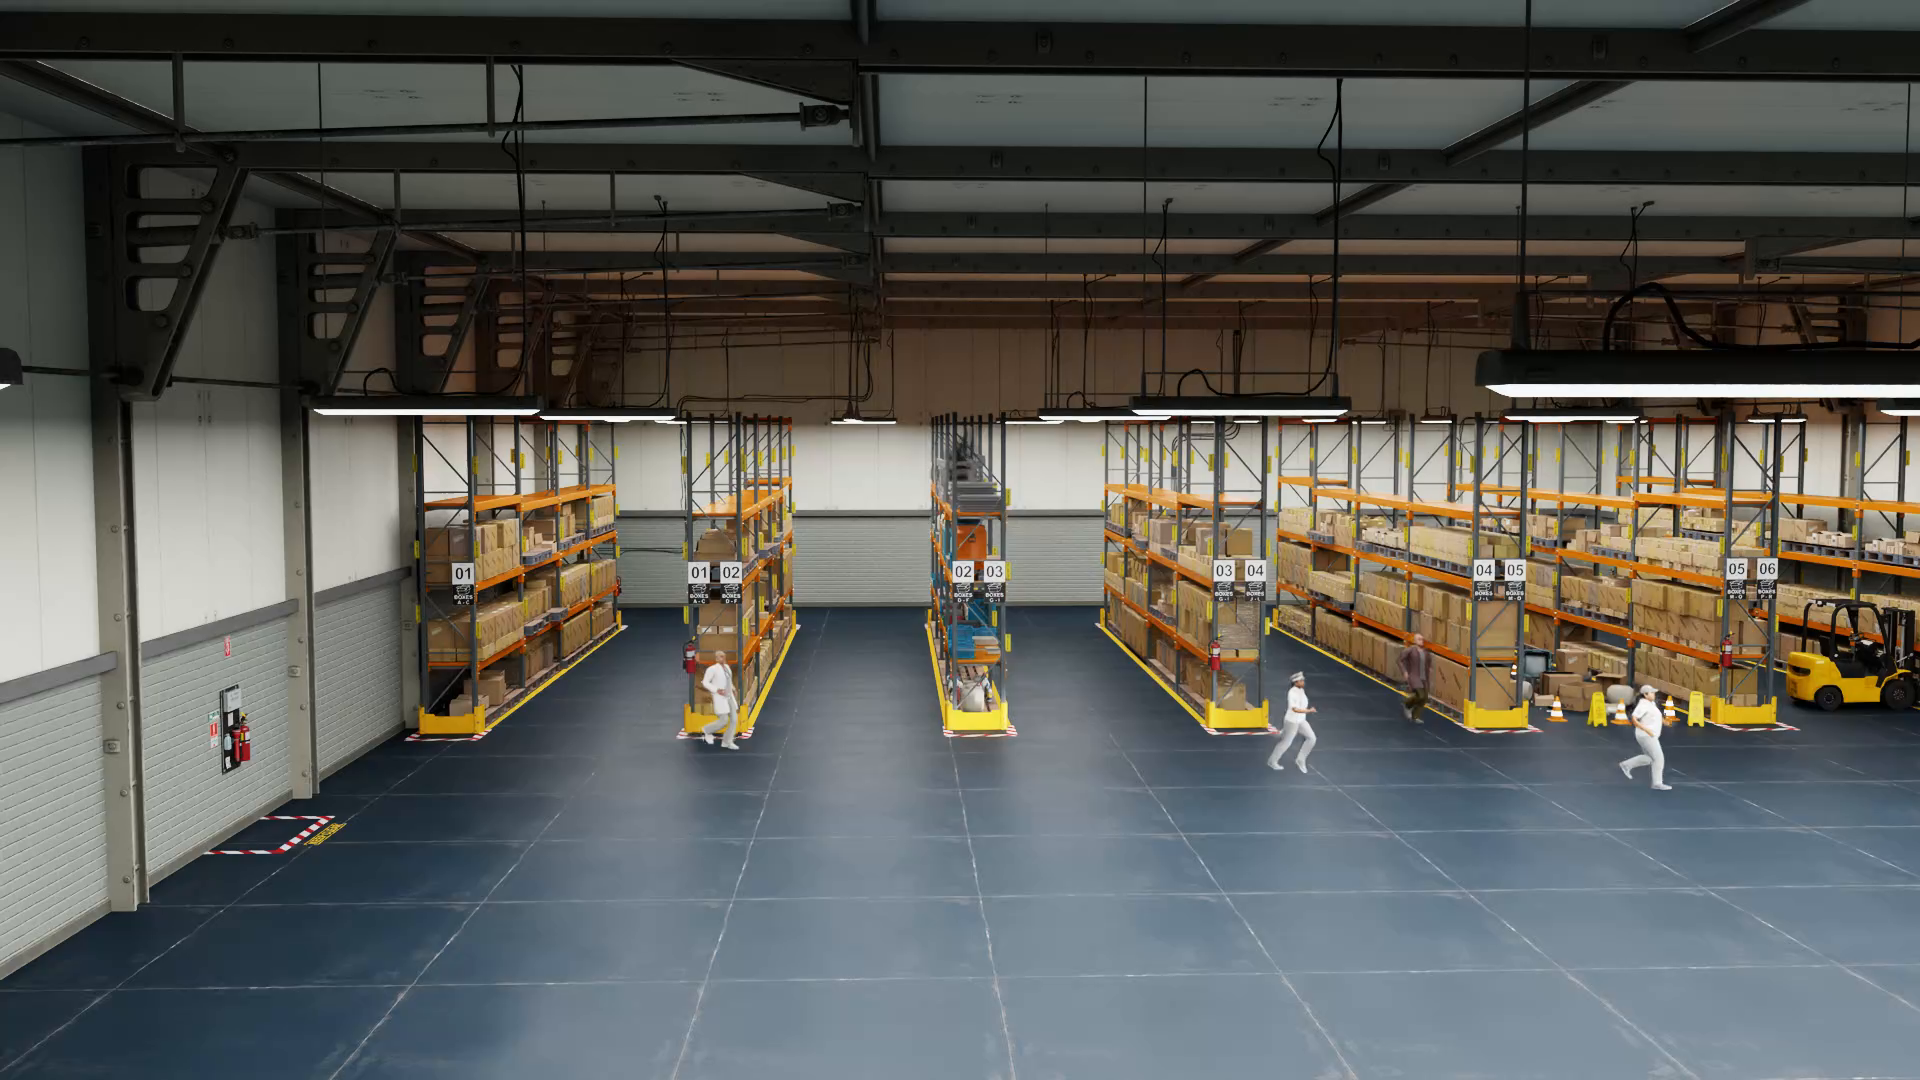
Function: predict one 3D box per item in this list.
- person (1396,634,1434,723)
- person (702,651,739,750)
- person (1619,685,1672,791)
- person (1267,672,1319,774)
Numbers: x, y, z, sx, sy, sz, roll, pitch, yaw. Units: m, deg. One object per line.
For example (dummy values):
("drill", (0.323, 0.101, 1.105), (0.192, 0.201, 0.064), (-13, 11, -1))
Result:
("person", (8.838, 2.678, 32.015), (0.704, 1.730, 0.628), (-2, 4, -22))
("person", (-4.266, 2.847, 29.612), (0.751, 1.760, 0.726), (3, 5, 34))
("person", (10.877, 3.110, 26.348), (0.804, 1.634, 0.620), (2, 5, 33))
("person", (5.538, 3.007, 27.473), (0.864, 1.707, 0.584), (3, 5, 34))
